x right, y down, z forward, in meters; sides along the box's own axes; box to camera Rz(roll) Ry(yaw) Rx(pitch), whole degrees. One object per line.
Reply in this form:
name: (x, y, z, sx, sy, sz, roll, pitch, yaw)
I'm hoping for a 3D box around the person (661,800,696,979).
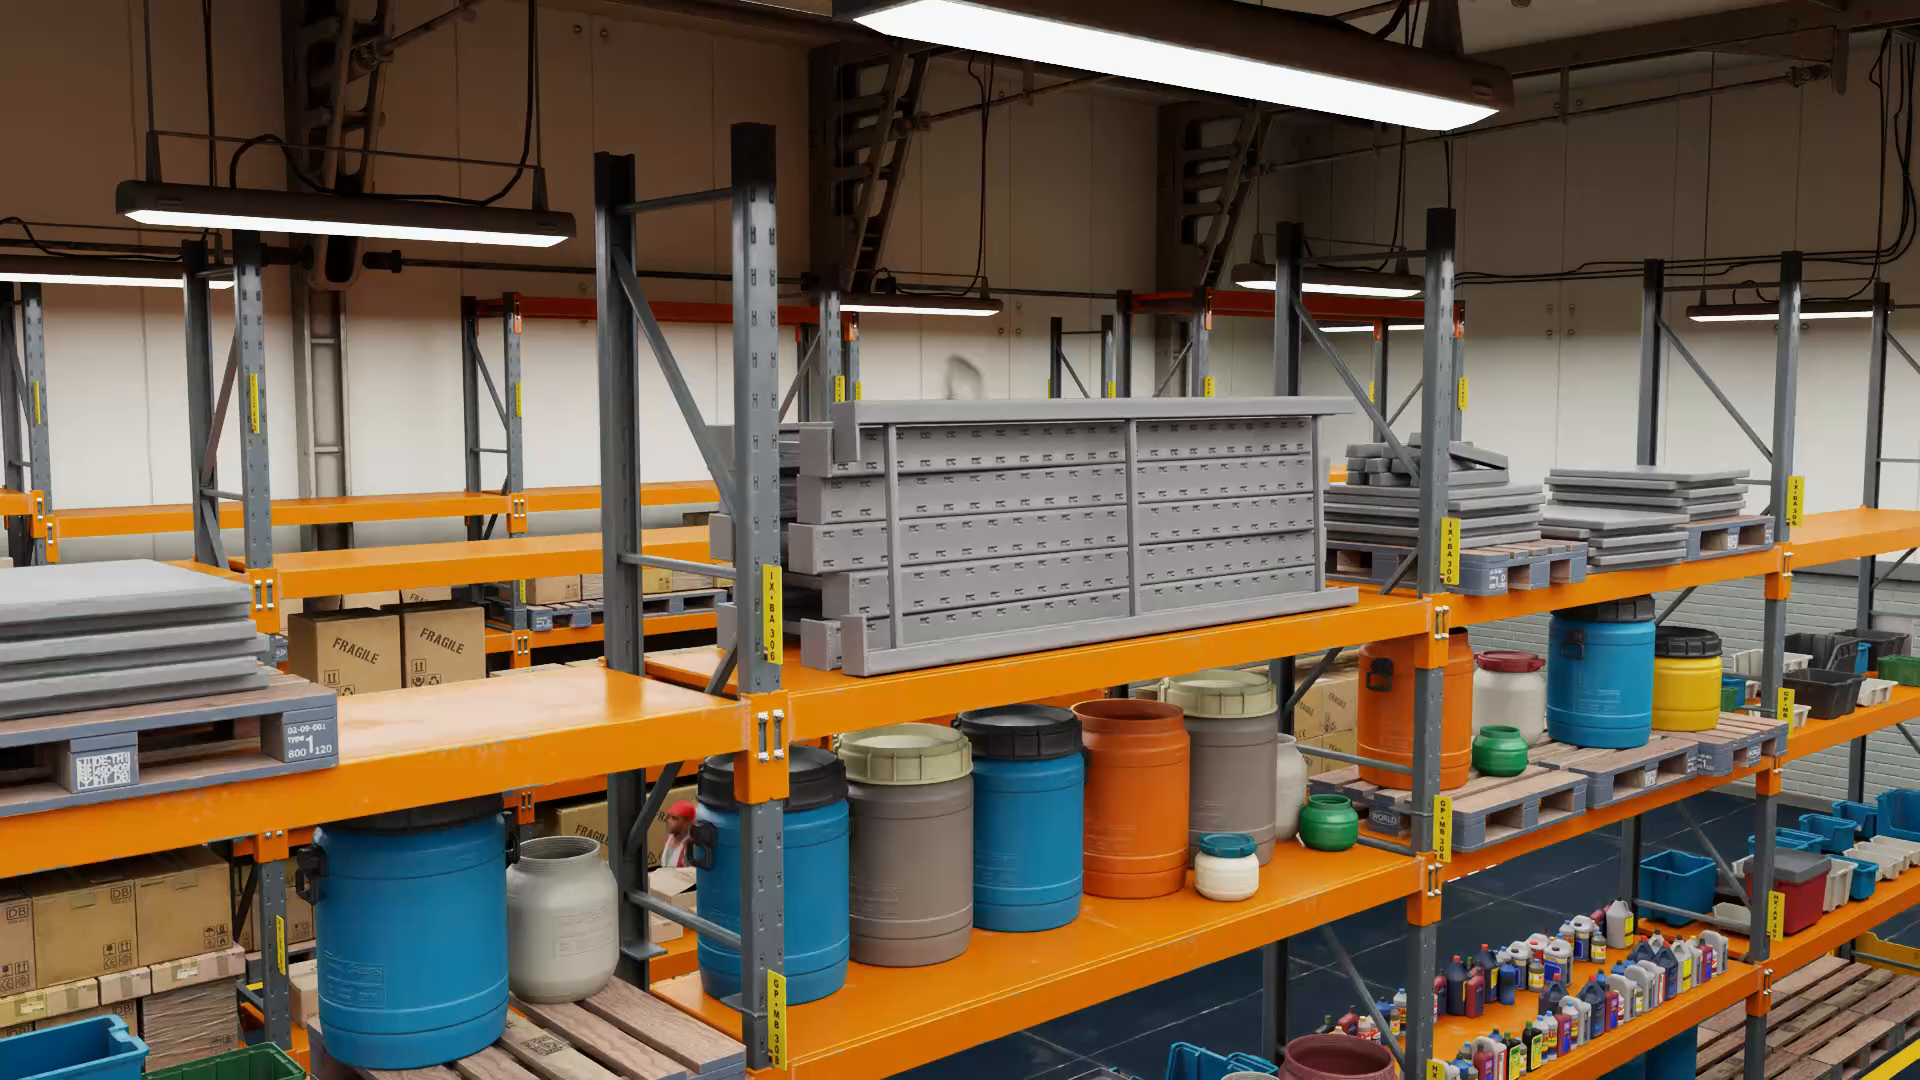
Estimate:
person: (-2.250, 2.998, 13.722, 0.596, 1.751, 0.666, -5, 7, -41)
